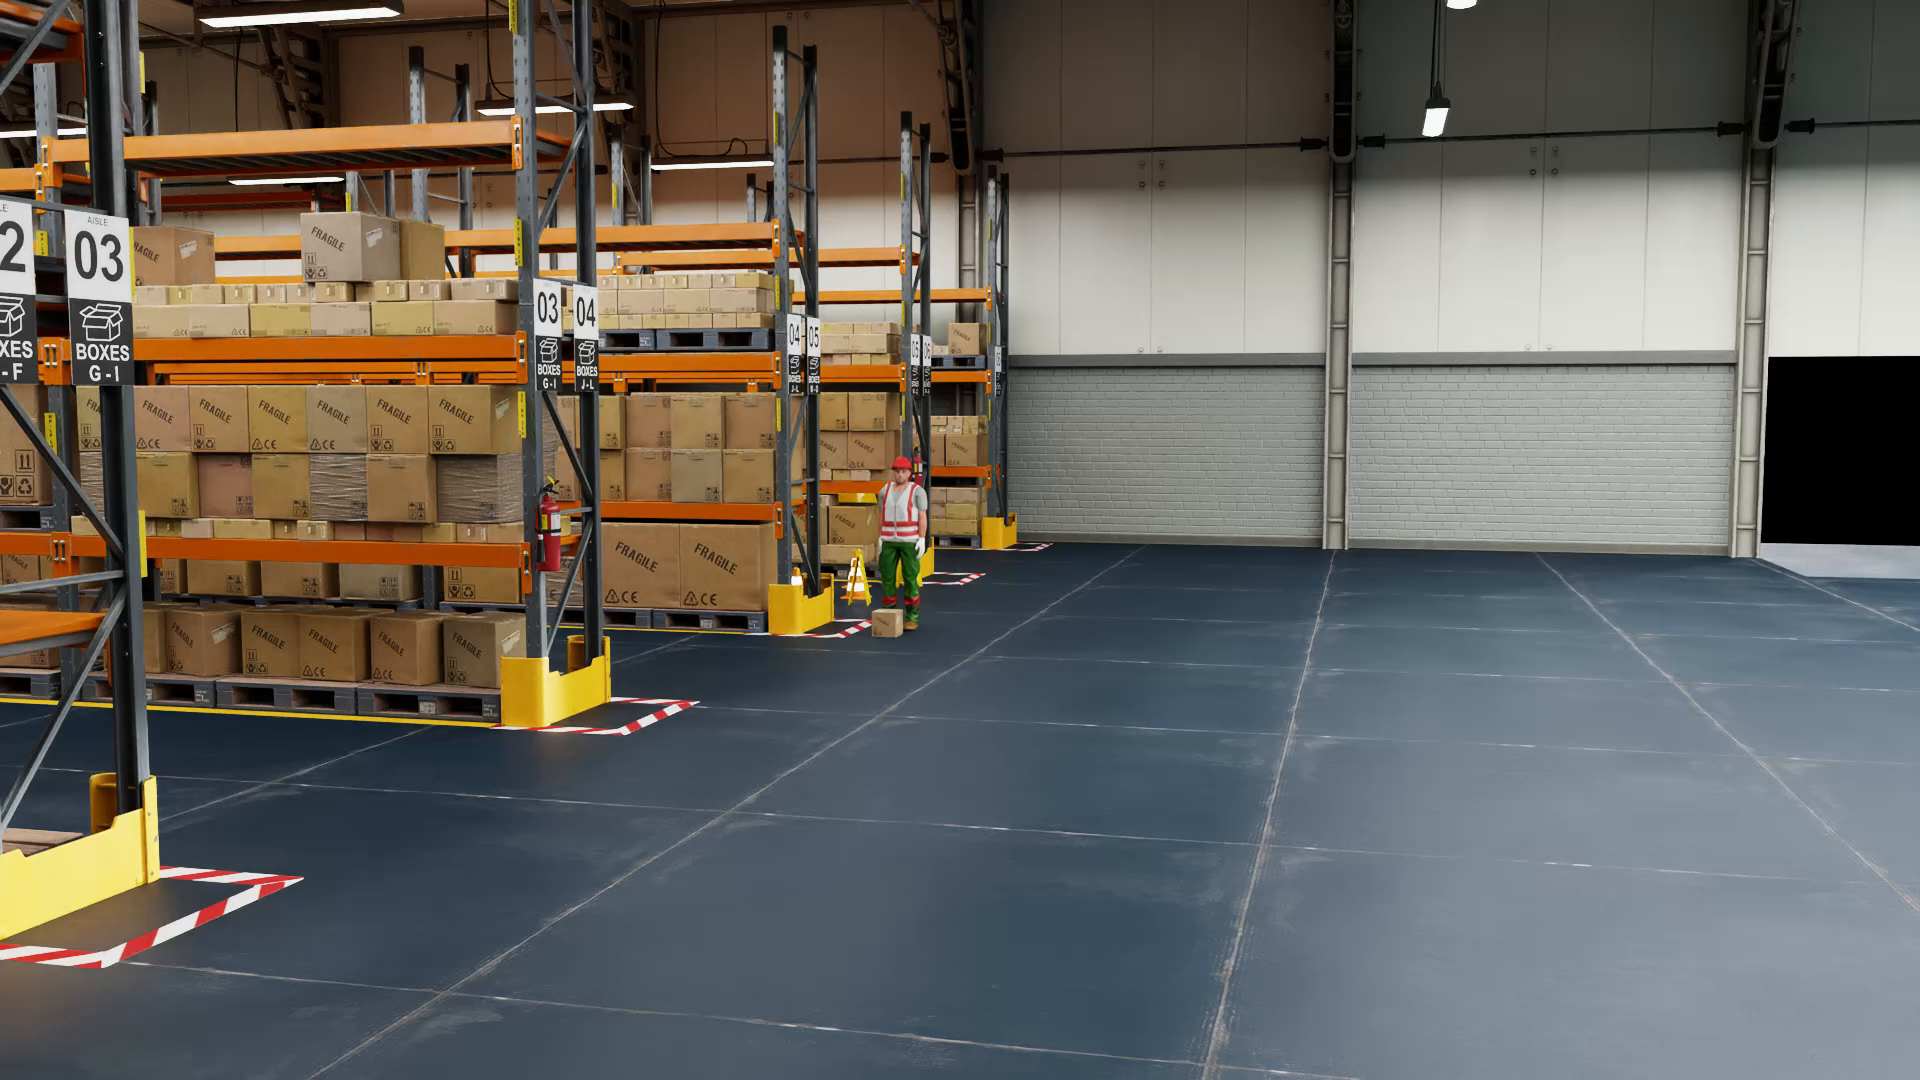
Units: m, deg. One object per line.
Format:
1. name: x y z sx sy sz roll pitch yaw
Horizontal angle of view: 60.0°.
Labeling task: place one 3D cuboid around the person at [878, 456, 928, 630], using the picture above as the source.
1. person: -0.601 0.028 17.001 0.526 1.783 0.345 1 5 15
